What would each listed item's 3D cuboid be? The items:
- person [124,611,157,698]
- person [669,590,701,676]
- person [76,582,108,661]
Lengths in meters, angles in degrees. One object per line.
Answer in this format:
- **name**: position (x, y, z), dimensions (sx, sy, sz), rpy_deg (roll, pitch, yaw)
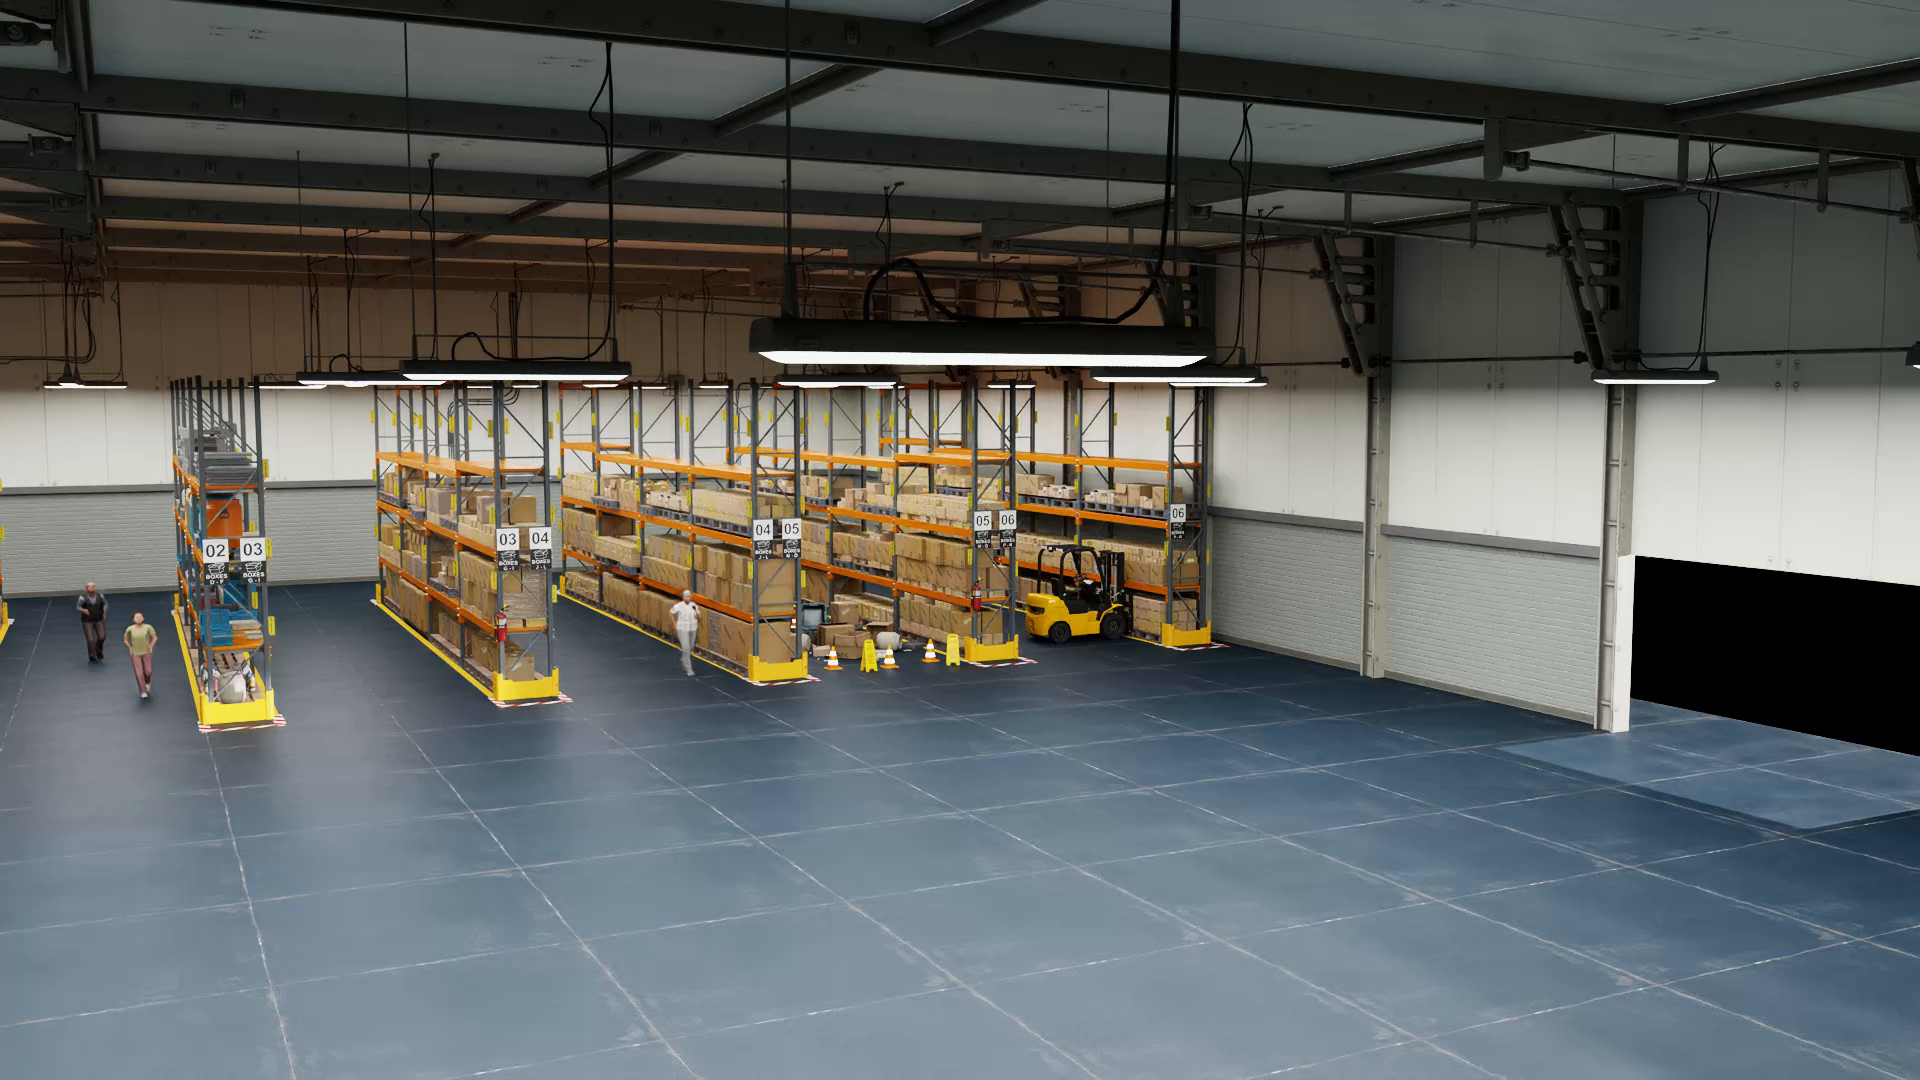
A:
- **person**: position (-15.331, 2.142, 31.123), dimensions (0.558, 1.624, 0.481), rpy_deg (-2, 6, -26)
- **person**: position (-5.572, 1.864, 33.923), dimensions (0.594, 1.689, 0.895), rpy_deg (-4, 6, -36)
- **person**: position (-18.354, 1.739, 35.245), dimensions (0.638, 1.686, 0.636), rpy_deg (-4, 6, -36)
